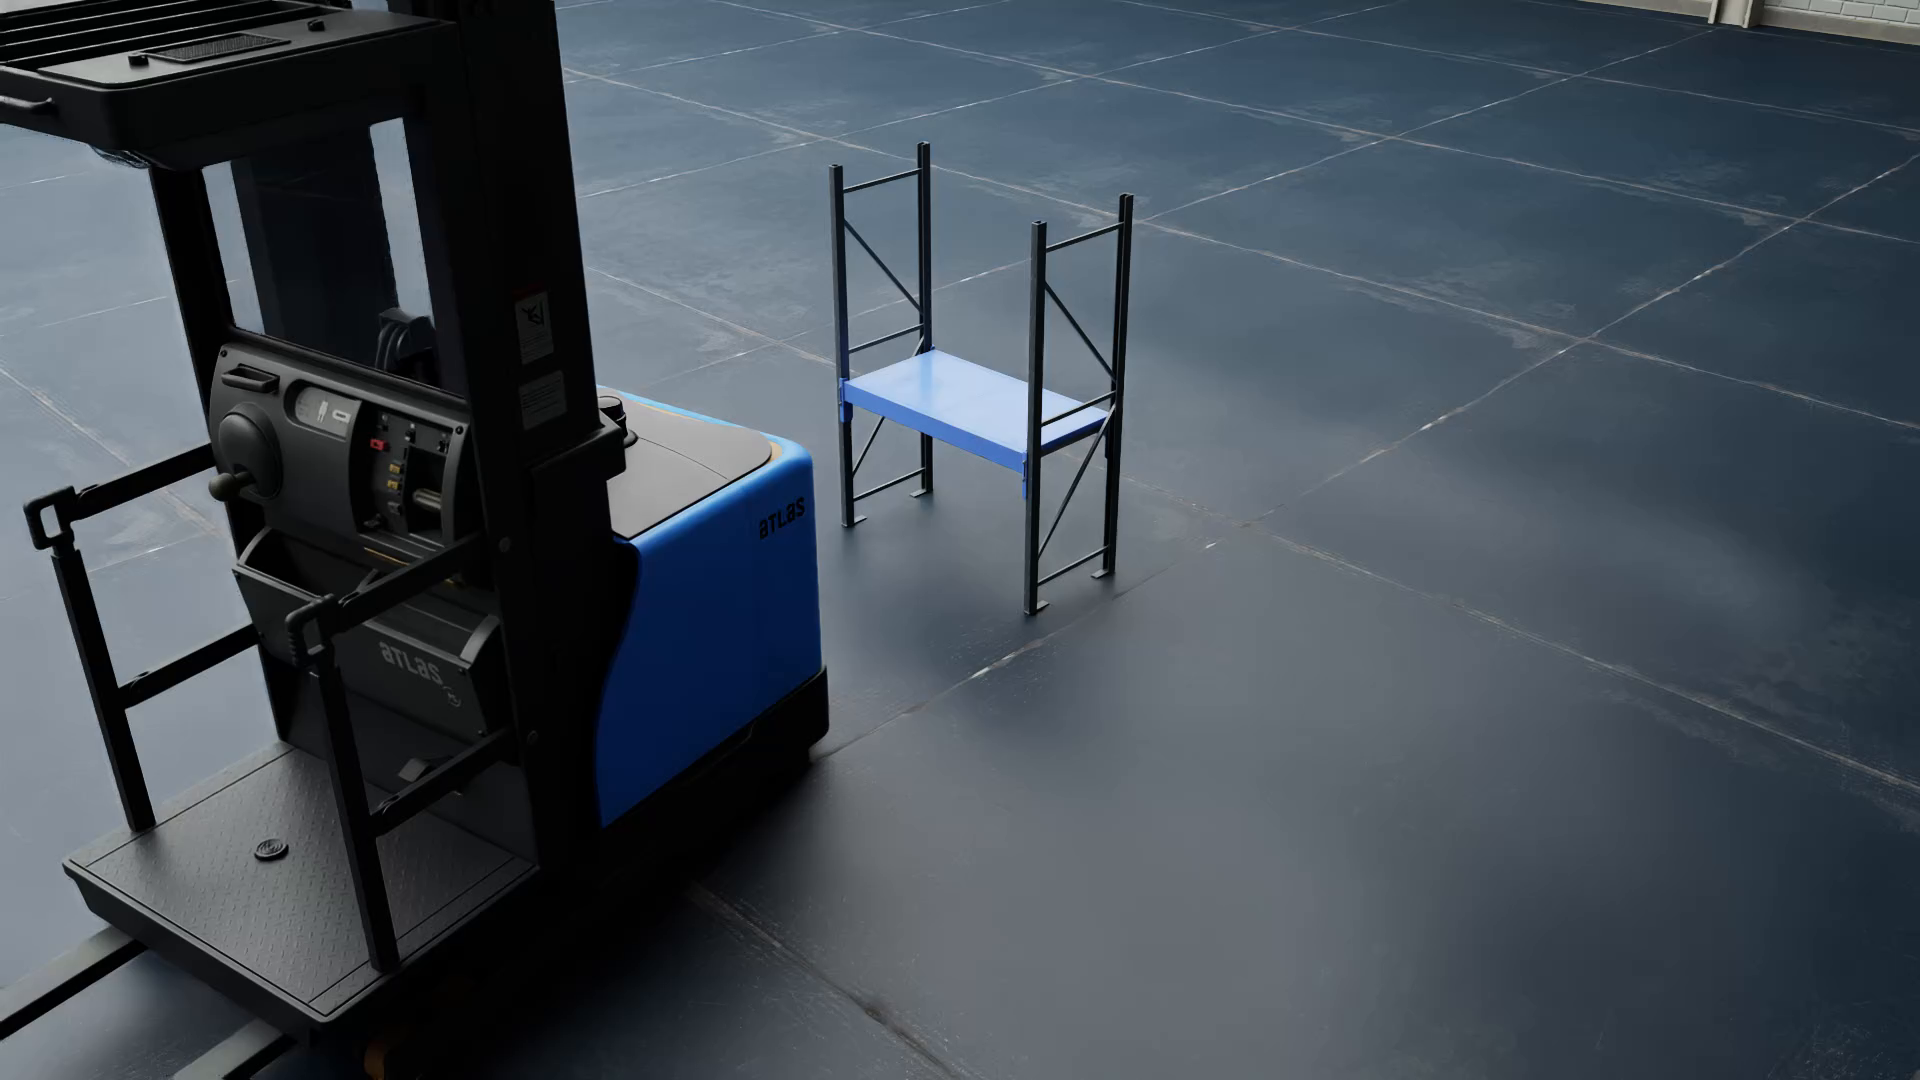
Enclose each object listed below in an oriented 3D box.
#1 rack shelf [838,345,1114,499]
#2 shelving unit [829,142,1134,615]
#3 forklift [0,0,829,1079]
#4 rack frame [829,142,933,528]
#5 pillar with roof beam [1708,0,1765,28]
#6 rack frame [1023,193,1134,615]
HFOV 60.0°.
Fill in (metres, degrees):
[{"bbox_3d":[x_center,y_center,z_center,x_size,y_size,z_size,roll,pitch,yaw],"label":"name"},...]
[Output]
[{"bbox_3d":[0.061,-0.477,6.432,1.000,0.185,0.538,25,36,38],"label":"rack shelf"},{"bbox_3d":[0.061,-0.636,6.348,1.048,1.500,0.538,25,36,38],"label":"shelving unit"},{"bbox_3d":[-1.658,-0.182,3.947,1.130,2.935,3.031,17,32,29],"label":"forklift"},{"bbox_3d":[-0.302,-0.802,6.663,0.032,1.500,0.500,25,36,38],"label":"rack frame"},{"bbox_3d":[4.662,-7.682,11.690,0.400,9.000,9.100,25,36,38],"label":"pillar with roof beam"},{"bbox_3d":[0.423,-0.470,6.033,0.032,1.500,0.500,25,36,38],"label":"rack frame"}]
